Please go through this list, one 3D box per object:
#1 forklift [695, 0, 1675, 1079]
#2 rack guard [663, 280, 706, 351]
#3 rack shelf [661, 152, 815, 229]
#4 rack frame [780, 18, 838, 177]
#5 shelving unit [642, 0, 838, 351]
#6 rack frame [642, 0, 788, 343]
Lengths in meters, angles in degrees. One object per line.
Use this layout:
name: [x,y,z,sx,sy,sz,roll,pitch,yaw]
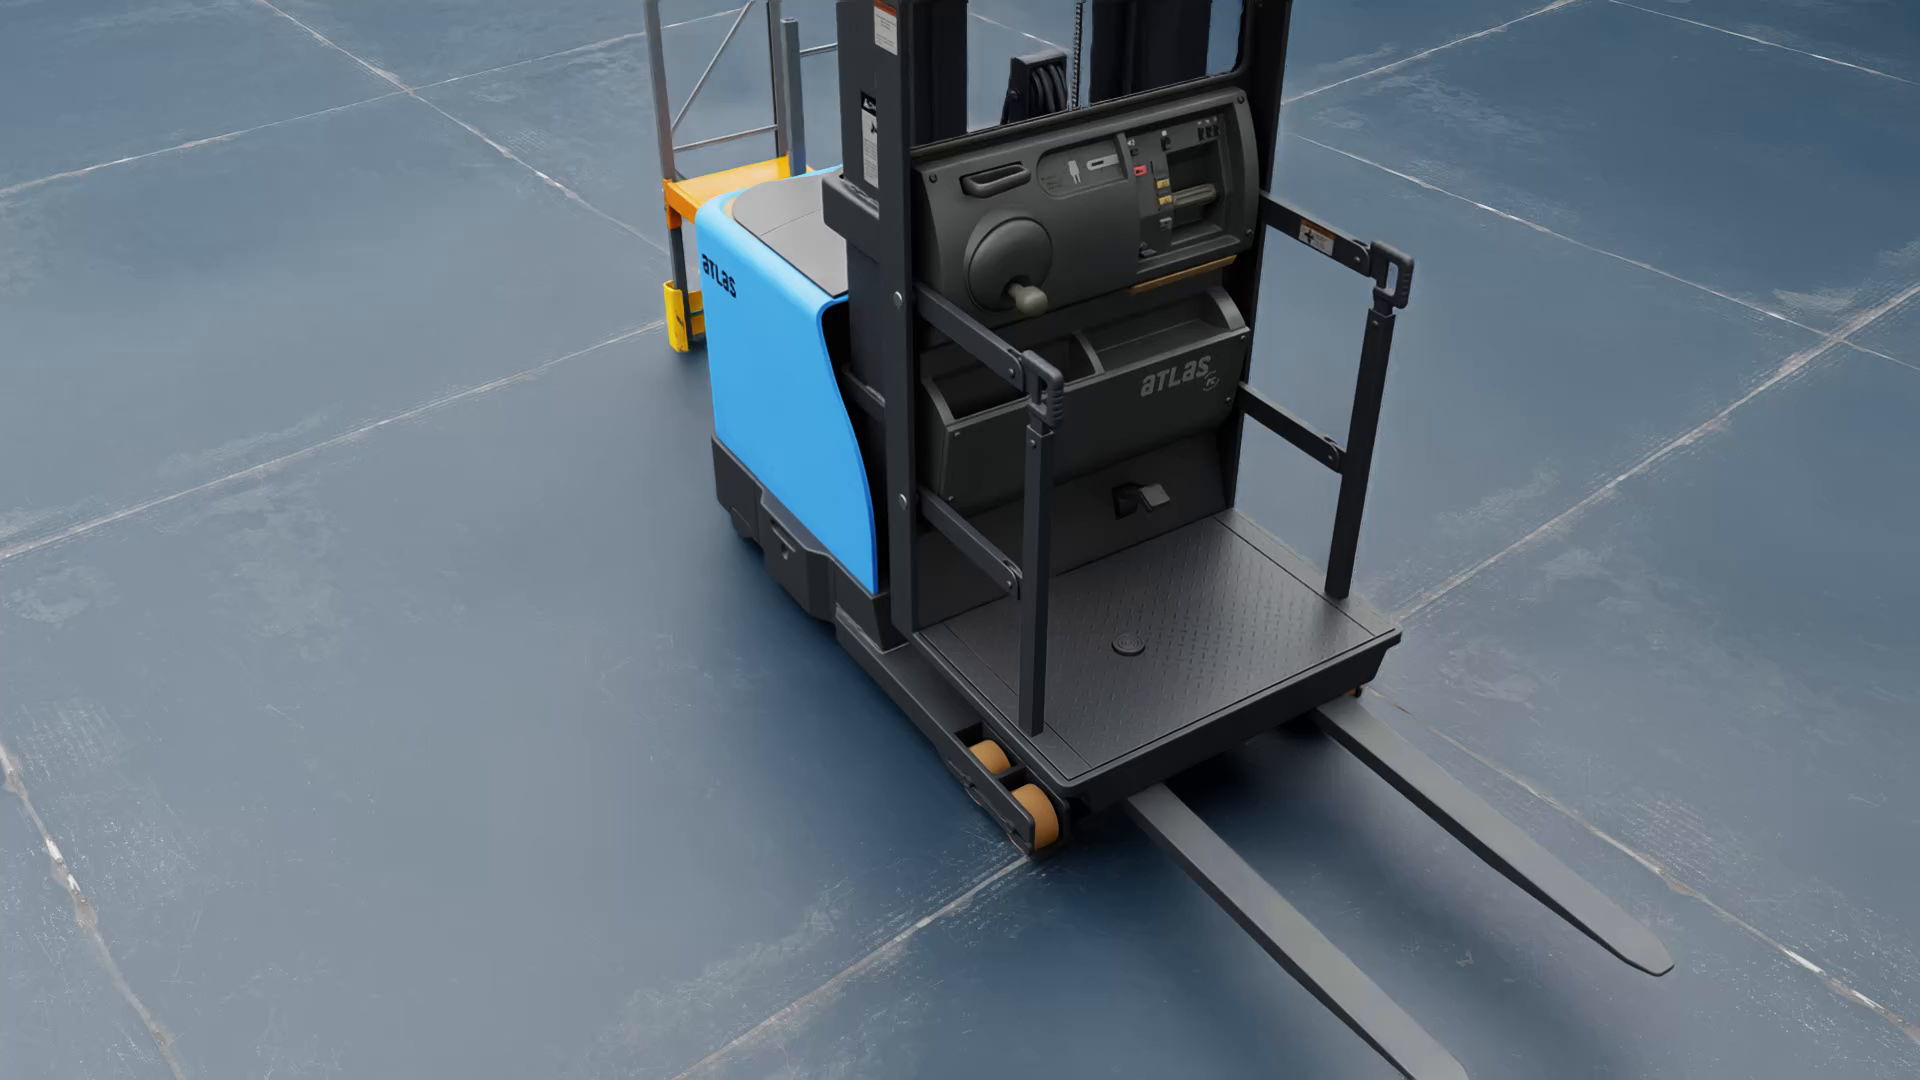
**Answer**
forklift: [0.441,-0.732,3.748,1.130,2.935,3.031,-20,40,-26]
rack guard: [-0.836,-0.919,6.332,0.587,0.250,0.087,-20,40,-26]
rack shelf: [-0.572,-1.045,5.739,0.538,0.185,1.000,-20,40,-26]
rack frame: [-0.297,-0.945,5.286,0.500,1.500,0.032,-20,40,-26]
shelving unit: [-0.567,-1.187,5.629,0.587,1.500,1.083,-20,40,-26]
rack frame: [-0.847,-1.439,5.984,0.500,1.500,0.032,-20,40,-26]
